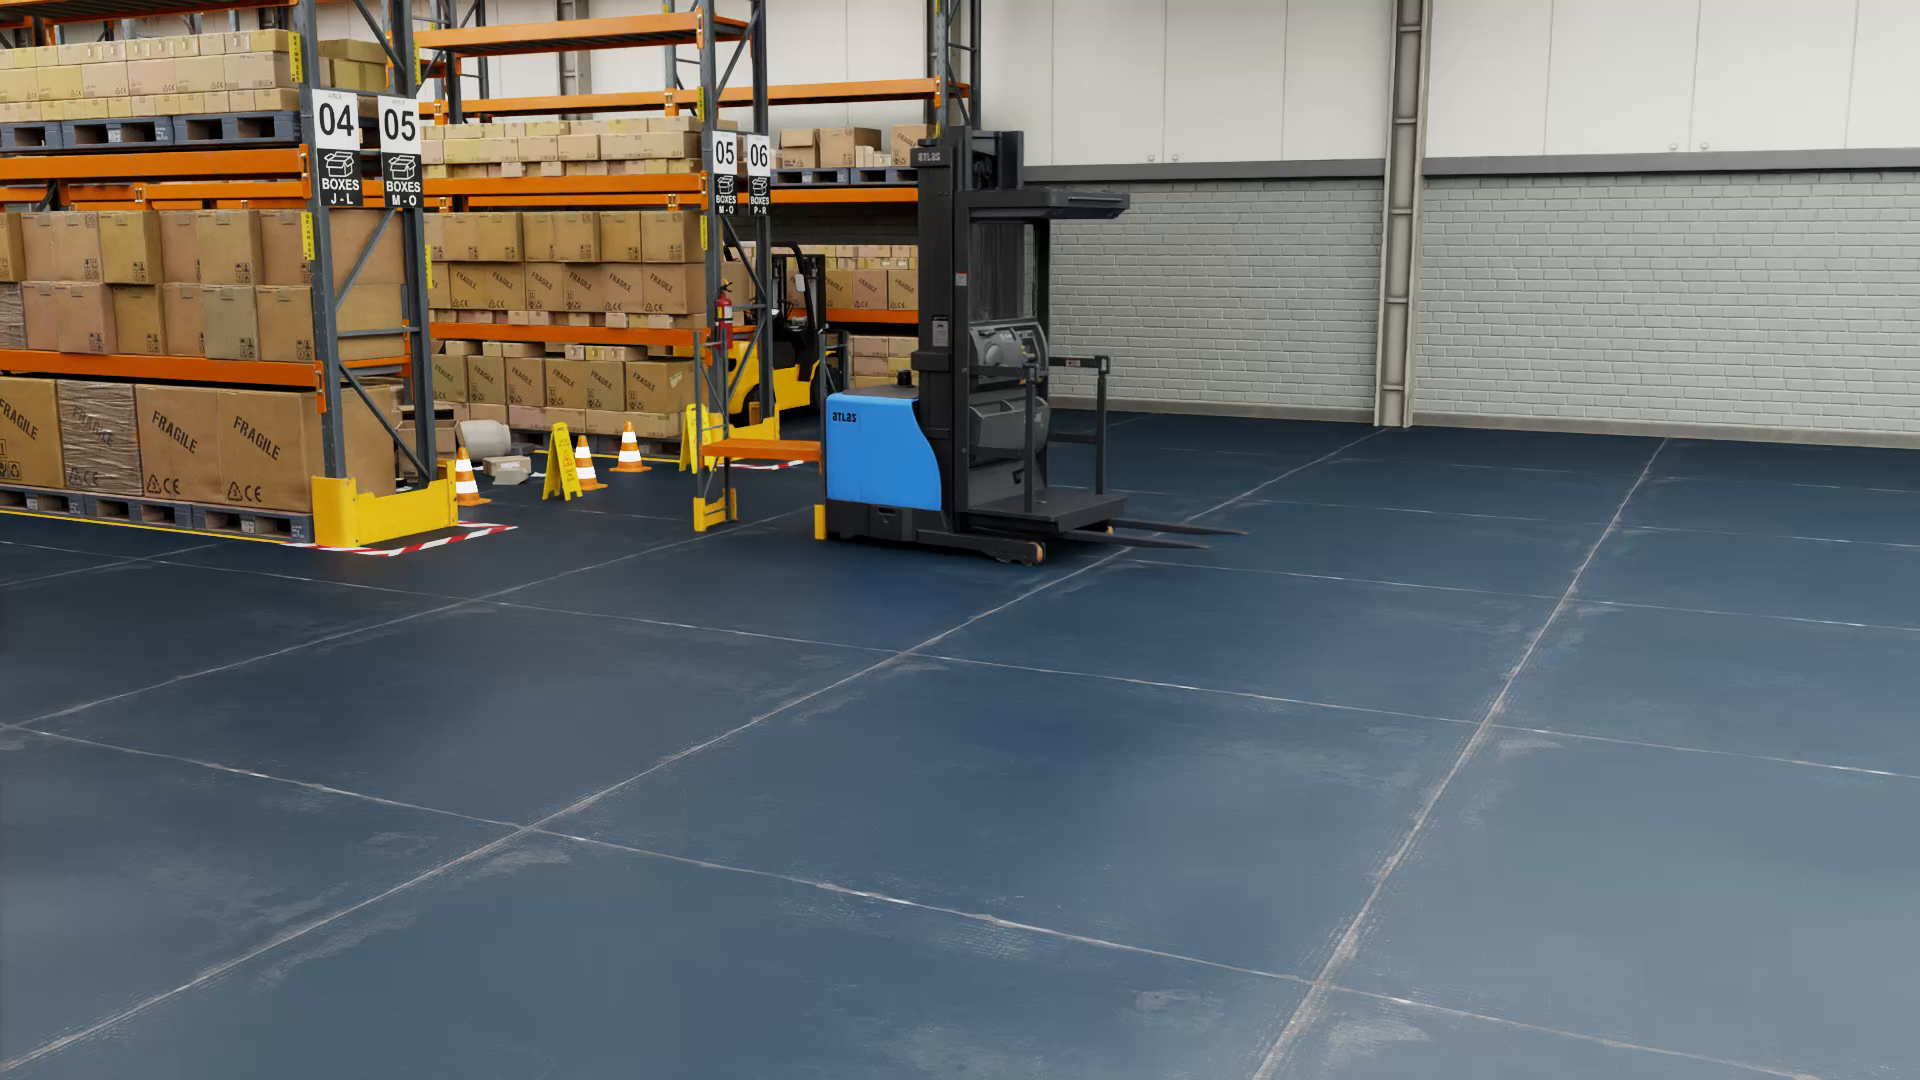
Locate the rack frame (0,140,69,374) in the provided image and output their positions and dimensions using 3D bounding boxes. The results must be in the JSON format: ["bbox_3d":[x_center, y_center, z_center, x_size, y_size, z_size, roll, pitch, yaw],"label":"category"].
[{"bbox_3d":[-7.888,-1.837,13.957,0.127,3.000,1.000,5,11,26],"label":"rack frame"}]

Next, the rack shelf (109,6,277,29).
[{"bbox_3d":[-12.563,-8.450,26.339,4.000,0.370,1.077,5,11,26],"label":"rack shelf"}]

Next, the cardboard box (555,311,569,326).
[{"bbox_3d":[-3.994,-2.316,17.307,0.250,0.149,0.380,5,11,26],"label":"cardboard box"}]

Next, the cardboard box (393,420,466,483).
[{"bbox_3d":[-4.897,-0.826,15.381,0.637,0.503,0.797,-2,11,-14],"label":"cardboard box"}]

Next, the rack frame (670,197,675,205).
[{"bbox_3d":[-3.596,-3.428,22.751,0.127,3.000,1.000,5,11,26],"label":"rack frame"}]

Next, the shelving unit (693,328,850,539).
[{"bbox_3d":[-1.420,-0.827,12.586,1.083,1.500,0.587,3,11,18],"label":"shelving unit"}]

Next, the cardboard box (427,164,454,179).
[{"bbox_3d":[-5.409,-3.894,17.607,0.250,0.149,0.380,5,11,26],"label":"cardboard box"}]

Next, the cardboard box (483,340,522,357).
[{"bbox_3d":[-4.832,-2.028,17.628,0.250,0.149,0.380,6,12,28],"label":"cardboard box"}]

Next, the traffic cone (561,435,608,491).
[{"bbox_3d":[-3.344,-0.696,14.775,0.334,0.463,0.336,5,11,26],"label":"traffic cone"}]

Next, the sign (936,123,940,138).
[{"bbox_3d":[-0.261,-4.900,20.198,0.005,0.325,0.100,5,11,26],"label":"sign"}]

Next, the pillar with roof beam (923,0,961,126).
[{"bbox_3d":[-2.139,-5.577,17.775,0.400,9.000,9.100,5,11,26],"label":"pillar with roof beam"}]

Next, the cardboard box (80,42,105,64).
[{"bbox_3d":[-6.348,-3.635,12.474,0.250,0.149,0.380,5,11,26],"label":"cardboard box"}]

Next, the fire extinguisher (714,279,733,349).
[{"bbox_3d":[-2.303,-2.200,16.178,0.183,0.674,0.296,5,11,26],"label":"fire extinguisher"}]

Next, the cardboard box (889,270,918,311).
[{"bbox_3d":[-0.566,-3.159,20.983,0.500,0.500,0.500,5,11,25],"label":"cardboard box"}]

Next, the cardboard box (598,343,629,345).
[{"bbox_3d":[-4.761,-2.568,23.487,0.625,0.625,0.875,5,11,25],"label":"cardboard box"}]

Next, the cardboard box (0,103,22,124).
[{"bbox_3d":[-7.256,-3.322,12.987,0.250,0.149,0.380,5,11,26],"label":"cardboard box"}]

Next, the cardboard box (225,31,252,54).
[{"bbox_3d":[-4.977,-3.515,11.811,0.250,0.149,0.380,5,11,26],"label":"cardboard box"}]

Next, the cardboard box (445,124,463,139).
[{"bbox_3d":[-5.172,-4.265,17.418,0.250,0.149,0.380,5,11,24],"label":"cardboard box"}]

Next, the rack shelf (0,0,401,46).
[{"bbox_3d":[-6.095,-4.081,12.652,4.000,0.370,1.077,5,11,26],"label":"rack shelf"}]

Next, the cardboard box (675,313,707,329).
[{"bbox_3d":[-2.631,-2.192,16.624,0.250,0.149,0.380,5,12,28],"label":"cardboard box"}]

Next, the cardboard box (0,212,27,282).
[{"bbox_3d":[-7.573,-2.408,13.657,0.550,0.550,0.875,5,11,26],"label":"cardboard box"}]

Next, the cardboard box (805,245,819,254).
[{"bbox_3d":[-1.801,-3.743,21.549,0.250,0.149,0.380,5,11,27],"label":"cardboard box"}]

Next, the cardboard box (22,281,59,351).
[{"bbox_3d":[-7.049,-1.844,13.574,0.550,0.550,0.875,5,11,26],"label":"cardboard box"}]

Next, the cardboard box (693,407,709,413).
[{"bbox_3d":[-2.802,-1.282,17.430,0.500,0.250,0.500,5,11,25],"label":"cardboard box"}]

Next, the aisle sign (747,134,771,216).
[{"bbox_3d":[-2.009,-3.644,16.643,0.004,0.787,0.394,5,11,26],"label":"aisle sign"}]

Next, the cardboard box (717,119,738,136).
[{"bbox_3d":[-2.430,-4.126,16.647,0.250,0.149,0.380,5,11,25],"label":"cardboard box"}]

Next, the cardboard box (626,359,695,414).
[{"bbox_3d":[-3.035,-1.564,16.887,0.500,0.500,0.500,5,11,26],"label":"cardboard box"}]

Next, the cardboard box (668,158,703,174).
[{"bbox_3d":[-2.645,-3.656,16.291,0.250,0.149,0.380,5,11,26],"label":"cardboard box"}]

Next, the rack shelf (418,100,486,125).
[{"bbox_3d":[-8.976,-6.303,24.929,4.000,0.370,1.077,5,11,26],"label":"rack shelf"}]

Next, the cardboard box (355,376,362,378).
[{"bbox_3d":[-7.531,-1.701,19.403,0.625,0.372,0.950,5,12,28],"label":"cardboard box"}]

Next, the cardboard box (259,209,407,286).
[{"bbox_3d":[-4.617,-2.162,12.302,0.550,0.550,0.875,5,11,26],"label":"cardboard box"}]

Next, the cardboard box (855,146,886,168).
[{"bbox_3d":[-1.113,-4.816,20.911,0.258,0.266,0.396,5,11,26],"label":"cardboard box"}]

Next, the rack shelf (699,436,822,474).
[{"bbox_3d":[-1.412,-0.649,12.616,1.000,0.185,0.538,3,11,18],"label":"rack shelf"}]

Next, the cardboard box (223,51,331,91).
[{"bbox_3d":[-4.864,-3.320,11.856,0.500,0.250,0.500,5,11,27],"label":"cardboard box"}]

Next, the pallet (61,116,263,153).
[{"bbox_3d":[-6.069,-3.107,12.800,1.213,0.211,1.003,5,11,26],"label":"pallet"}]

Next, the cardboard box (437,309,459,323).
[{"bbox_3d":[-5.399,-2.424,17.907,0.250,0.149,0.380,5,12,27],"label":"cardboard box"}]

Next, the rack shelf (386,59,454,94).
[{"bbox_3d":[-7.582,-5.194,18.805,4.000,0.370,1.077,5,11,26],"label":"rack shelf"}]

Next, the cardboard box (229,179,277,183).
[{"bbox_3d":[-7.995,-4.362,19.196,0.637,0.503,0.797,5,11,26],"label":"cardboard box"}]

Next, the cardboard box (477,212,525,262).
[{"bbox_3d":[-4.603,-3.166,17.378,0.500,0.500,0.700,5,11,25],"label":"cardboard box"}]

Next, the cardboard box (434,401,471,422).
[{"bbox_3d":[-5.379,-1.399,18.082,0.500,0.250,0.500,4,11,23],"label":"cardboard box"}]

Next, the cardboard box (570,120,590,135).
[{"bbox_3d":[-3.731,-4.162,16.846,0.250,0.149,0.380,5,11,24],"label":"cardboard box"}]

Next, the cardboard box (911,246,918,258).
[{"bbox_3d":[-0.423,-3.623,20.886,0.250,0.149,0.380,5,11,26],"label":"cardboard box"}]

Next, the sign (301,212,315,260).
[{"bbox_3d":[-4.554,-2.122,11.619,0.005,0.325,0.100,5,11,26],"label":"sign"}]

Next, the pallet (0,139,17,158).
[{"bbox_3d":[-8.732,-3.283,14.063,1.217,0.209,0.805,5,11,24],"label":"pallet"}]

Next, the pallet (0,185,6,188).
[{"bbox_3d":[-12.119,-4.583,21.247,1.217,0.209,0.805,5,11,24],"label":"pallet"}]

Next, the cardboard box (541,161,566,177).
[{"bbox_3d":[-4.042,-3.770,16.921,0.250,0.149,0.380,5,11,25],"label":"cardboard box"}]

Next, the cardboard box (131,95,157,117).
[{"bbox_3d":[-5.888,-3.202,12.324,0.250,0.149,0.380,5,11,26],"label":"cardboard box"}]

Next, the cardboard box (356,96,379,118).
[{"bbox_3d":[-4.467,-3.208,12.357,0.250,0.149,0.380,5,11,26],"label":"cardboard box"}]

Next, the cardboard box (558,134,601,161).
[{"bbox_3d":[-3.697,-3.946,16.774,0.500,0.250,0.500,5,12,27],"label":"cardboard box"}]

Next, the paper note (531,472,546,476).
[{"bbox_3d":[-3.930,-0.616,15.547,0.142,0.019,0.148,1,10,6],"label":"paper note"}]

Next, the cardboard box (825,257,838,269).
[{"bbox_3d":[-1.605,-3.561,21.383,0.250,0.149,0.380,5,11,26],"label":"cardboard box"}]

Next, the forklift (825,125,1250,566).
[{"bbox_3d":[0.521,-1.372,11.579,3.031,2.935,1.130,7,12,33],"label":"forklift"}]

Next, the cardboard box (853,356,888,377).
[{"bbox_3d":[-1.028,-2.243,21.336,0.500,0.250,0.500,5,11,25],"label":"cardboard box"}]

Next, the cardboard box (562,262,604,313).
[{"bbox_3d":[-3.704,-2.595,17.028,0.500,0.500,0.500,5,11,26],"label":"cardboard box"}]

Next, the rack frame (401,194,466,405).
[{"bbox_3d":[-5.789,-2.635,18.369,0.127,3.000,1.000,5,11,26],"label":"rack frame"}]
